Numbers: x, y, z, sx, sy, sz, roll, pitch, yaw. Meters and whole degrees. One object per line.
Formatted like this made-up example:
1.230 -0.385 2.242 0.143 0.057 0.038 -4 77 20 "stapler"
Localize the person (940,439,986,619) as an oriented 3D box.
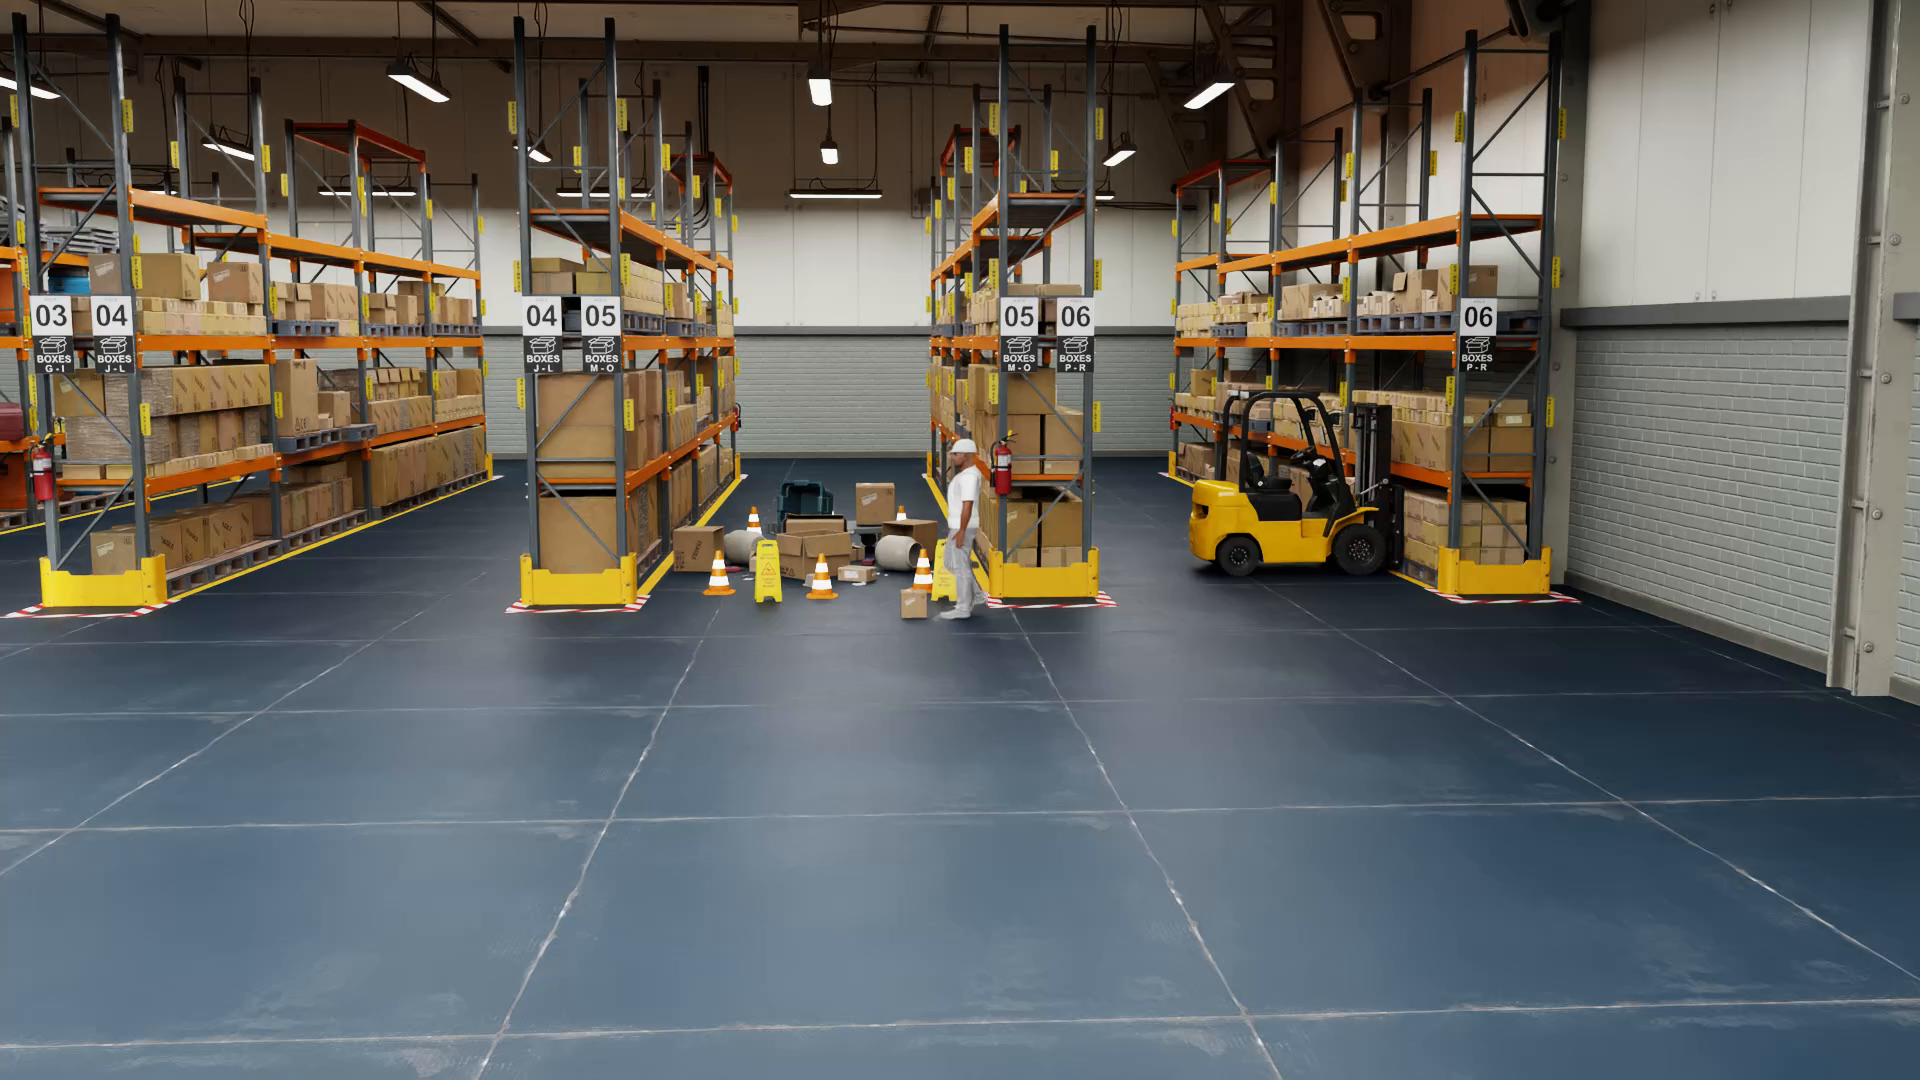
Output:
0.028 -0.118 16.515 0.451 1.770 0.593 0 7 3 "person"
